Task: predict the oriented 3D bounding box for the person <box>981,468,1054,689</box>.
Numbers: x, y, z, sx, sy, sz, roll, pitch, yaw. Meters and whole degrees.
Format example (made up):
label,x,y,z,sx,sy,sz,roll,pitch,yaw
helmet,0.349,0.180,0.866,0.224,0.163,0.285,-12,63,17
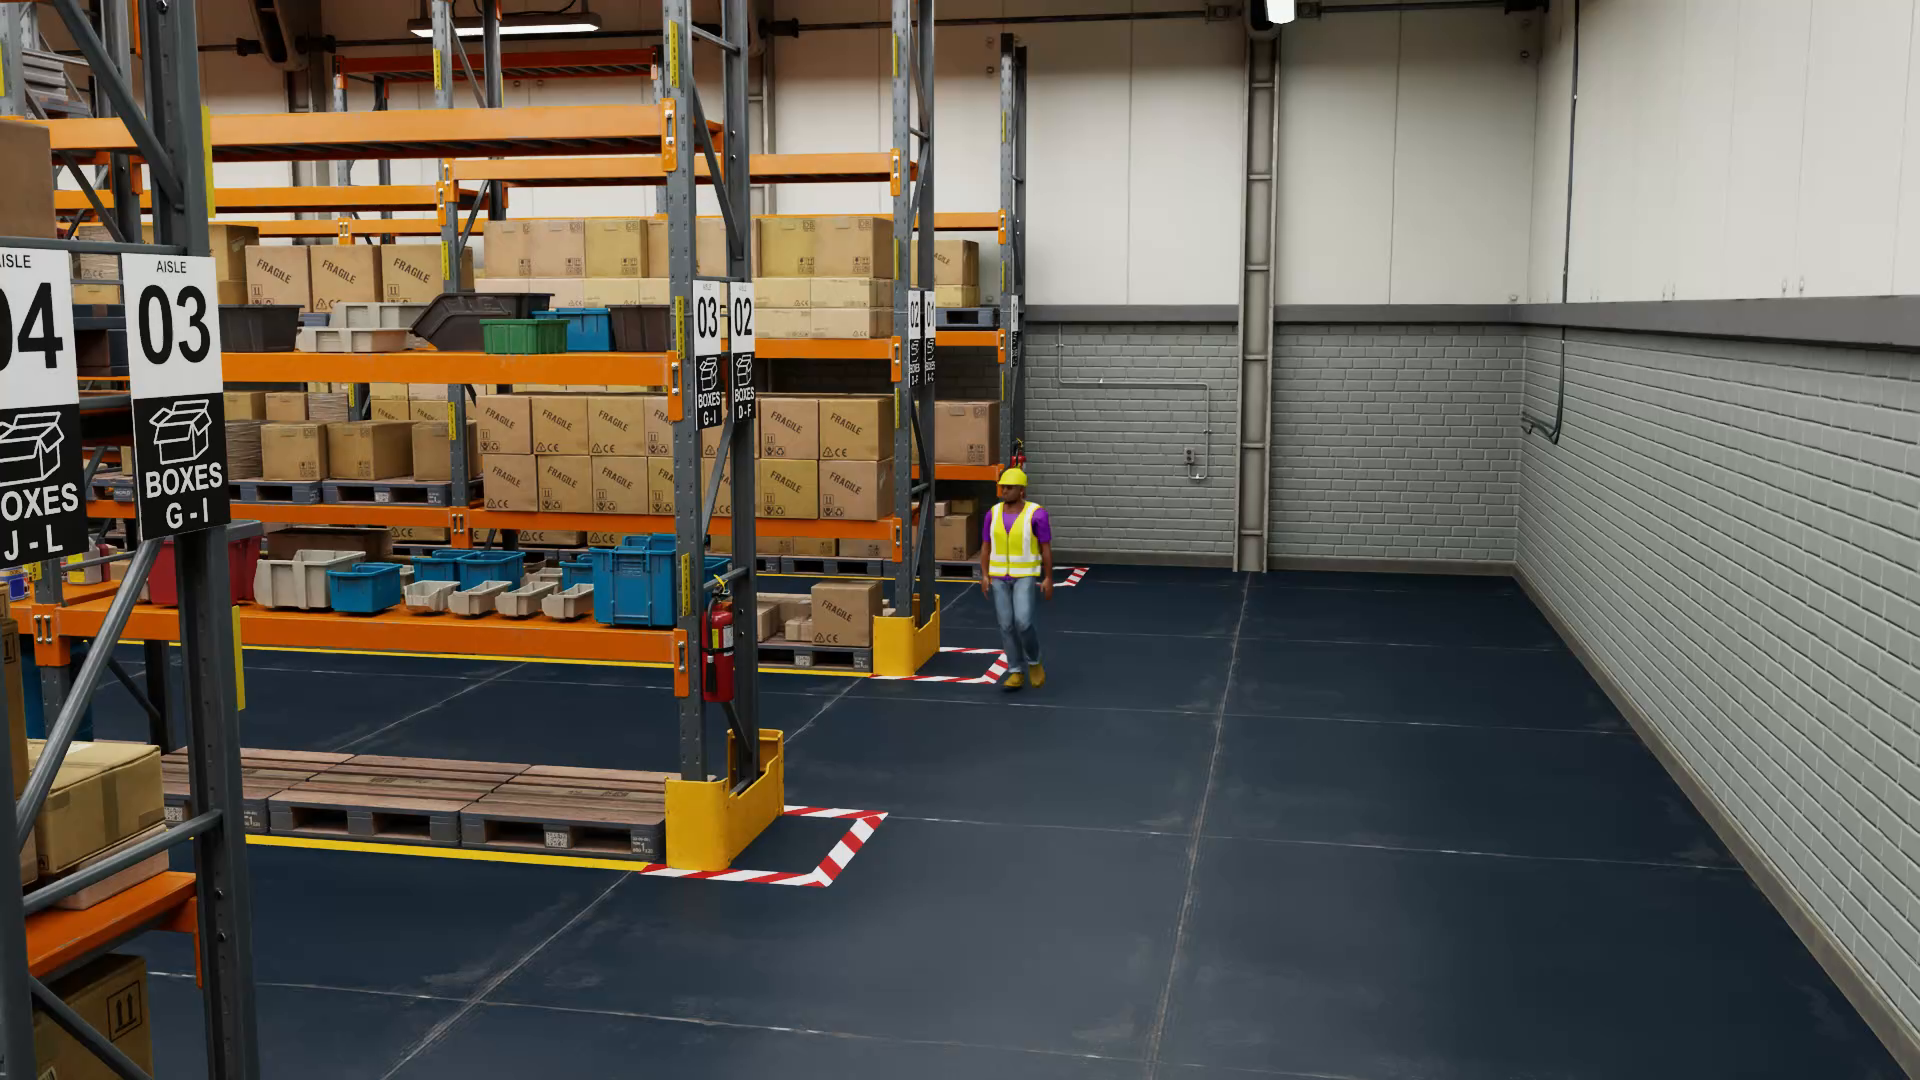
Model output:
label,x,y,z,sx,sy,sz,roll,pitch,yaw
person,0.425,0.313,13.300,0.613,1.766,0.450,3,9,23
